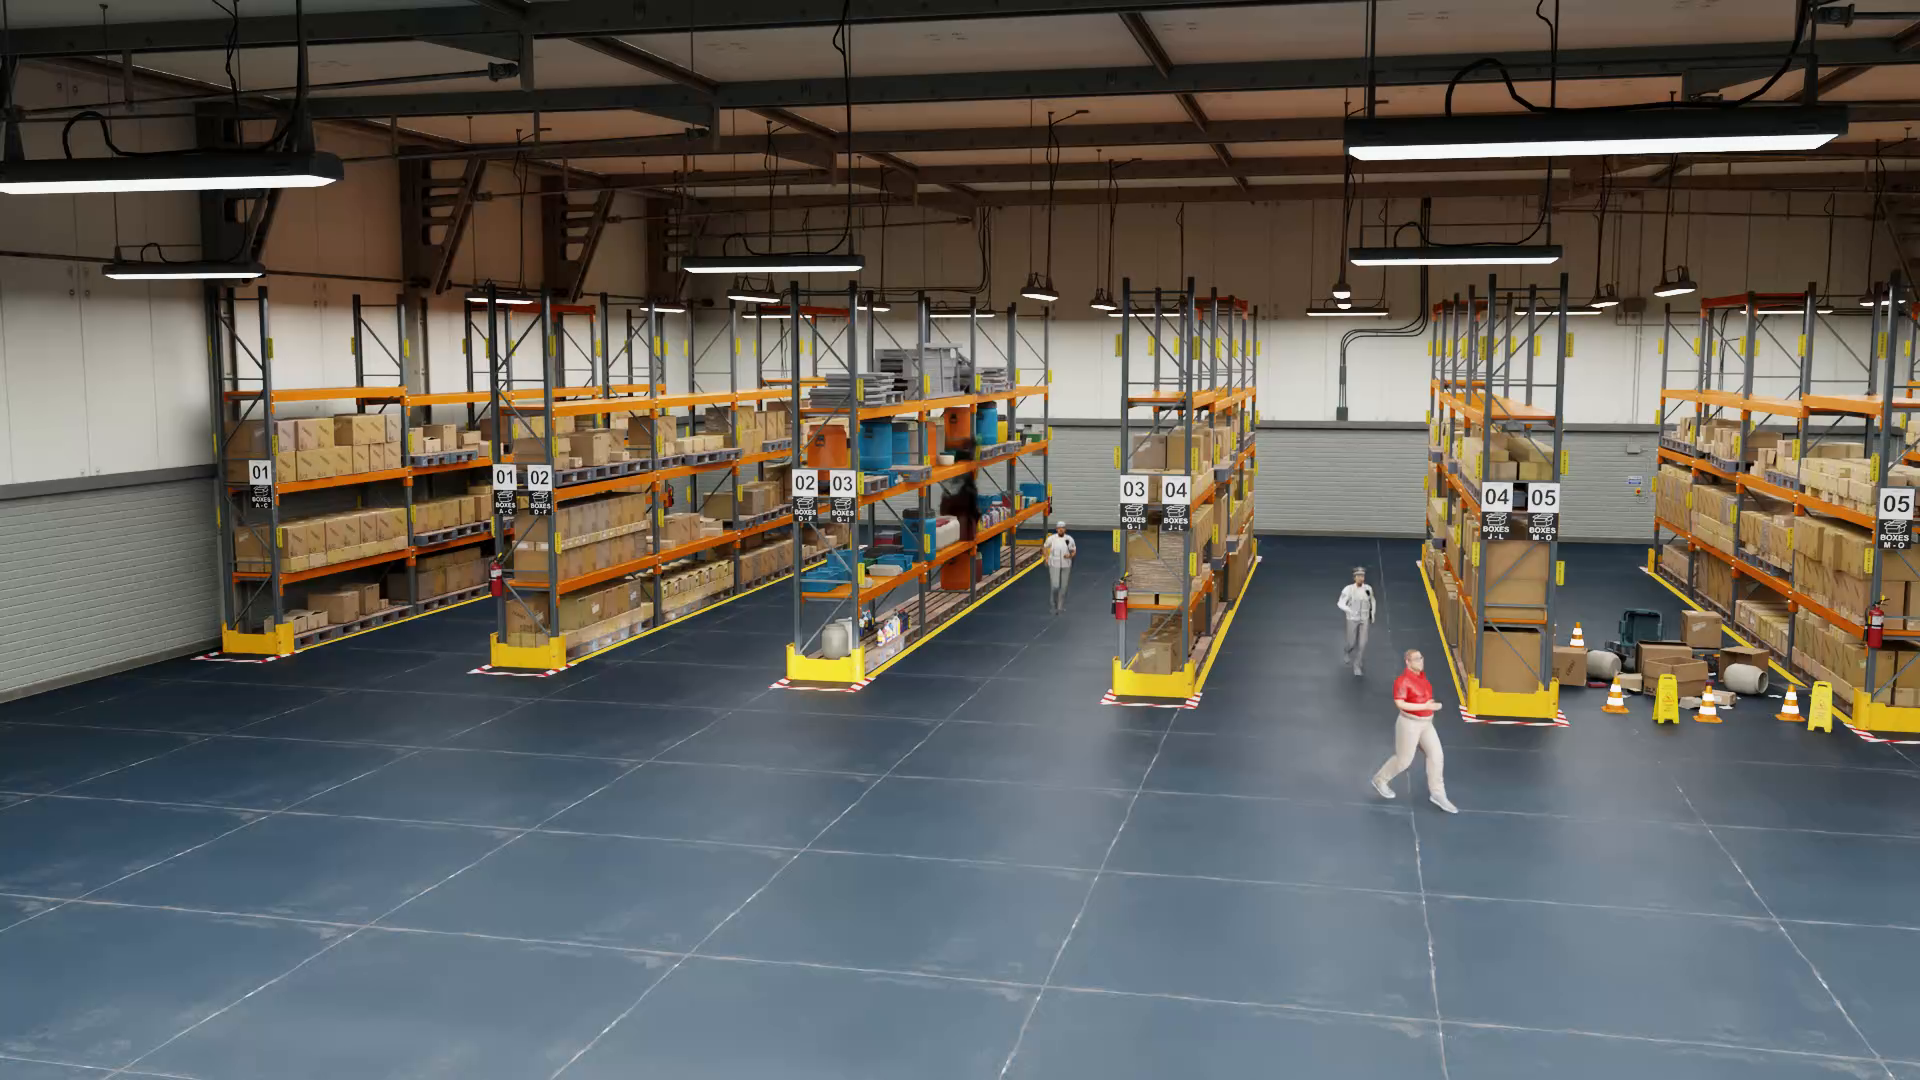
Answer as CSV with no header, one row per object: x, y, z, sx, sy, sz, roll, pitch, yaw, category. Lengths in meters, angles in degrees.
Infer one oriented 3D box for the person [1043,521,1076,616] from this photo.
1.781,0.516,29.587,0.585,1.700,0.618,0,7,-3,person

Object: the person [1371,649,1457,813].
4.996,2.065,18.230,0.667,1.743,0.968,-5,9,-40,person

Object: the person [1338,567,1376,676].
6.138,1.231,25.681,0.619,1.663,0.666,0,7,-1,person
